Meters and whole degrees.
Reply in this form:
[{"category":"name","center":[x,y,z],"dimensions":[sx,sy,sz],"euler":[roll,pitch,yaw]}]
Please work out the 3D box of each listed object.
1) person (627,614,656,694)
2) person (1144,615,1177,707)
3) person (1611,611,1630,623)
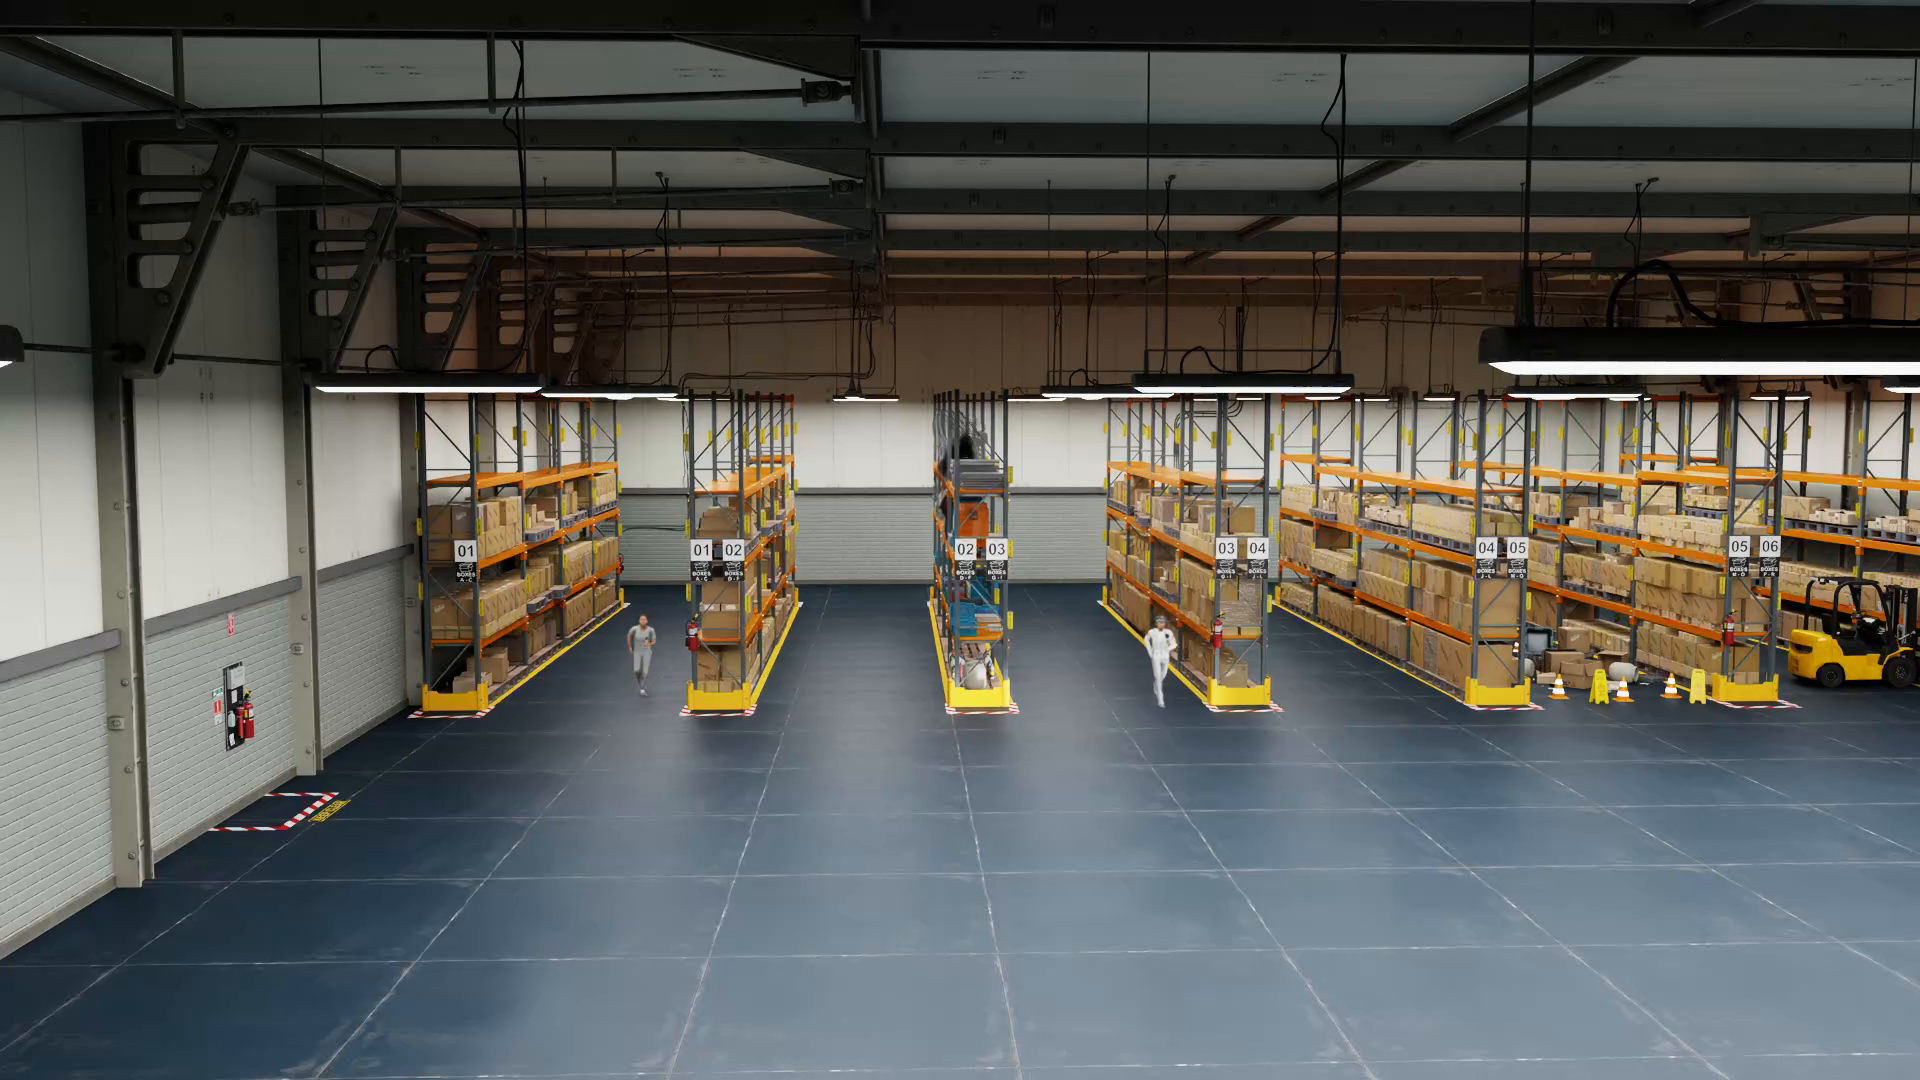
[{"category":"person","center":[-6.241,2.244,32.622],"dimensions":[0.557,1.601,0.640],"euler":[-1,5,-11]},{"category":"person","center":[3.857,2.292,31.938],"dimensions":[0.568,1.736,1.039],"euler":[-1,5,-8]},{"category":"person","center":[17.363,1.292,43.455],"dimensions":[0.588,1.831,0.835],"euler":[-1,5,-16]}]
